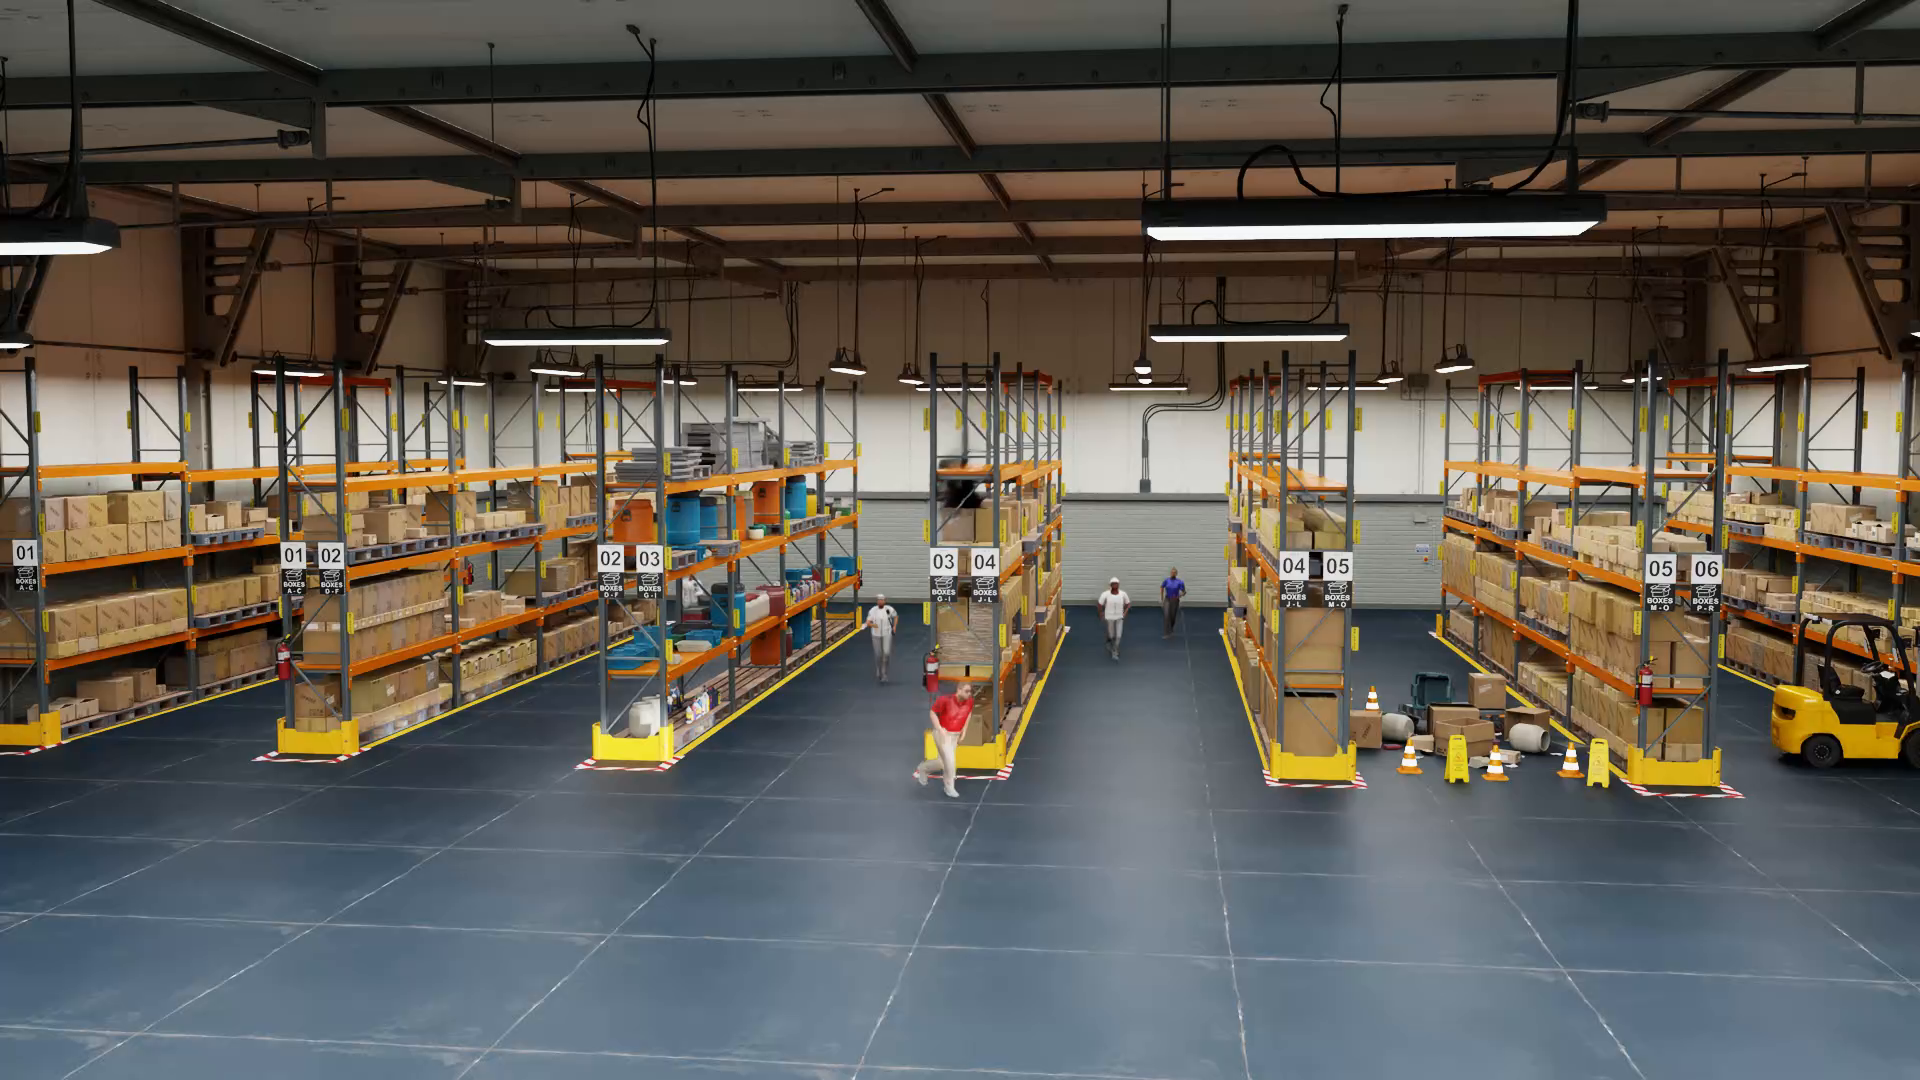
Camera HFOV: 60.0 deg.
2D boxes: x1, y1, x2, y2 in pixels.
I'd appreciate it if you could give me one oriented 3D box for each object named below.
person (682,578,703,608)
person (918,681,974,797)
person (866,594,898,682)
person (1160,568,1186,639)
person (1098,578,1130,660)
[{"bbox_3d":[-6.187,1.473,38.301,0.541,1.730,0.823,-1,4,-10],"label":"person"},{"bbox_3d":[-0.205,2.655,22.478,0.658,1.611,1.010,-3,5,-39],"label":"person"},{"bbox_3d":[-1.521,1.900,32.390,0.604,1.717,0.718,0,4,4],"label":"person"},{"bbox_3d":[4.963,1.474,38.763,0.613,1.656,0.825,1,4,15],"label":"person"},{"bbox_3d":[3.276,1.655,35.289,0.701,1.726,0.616,0,4,-2],"label":"person"}]
